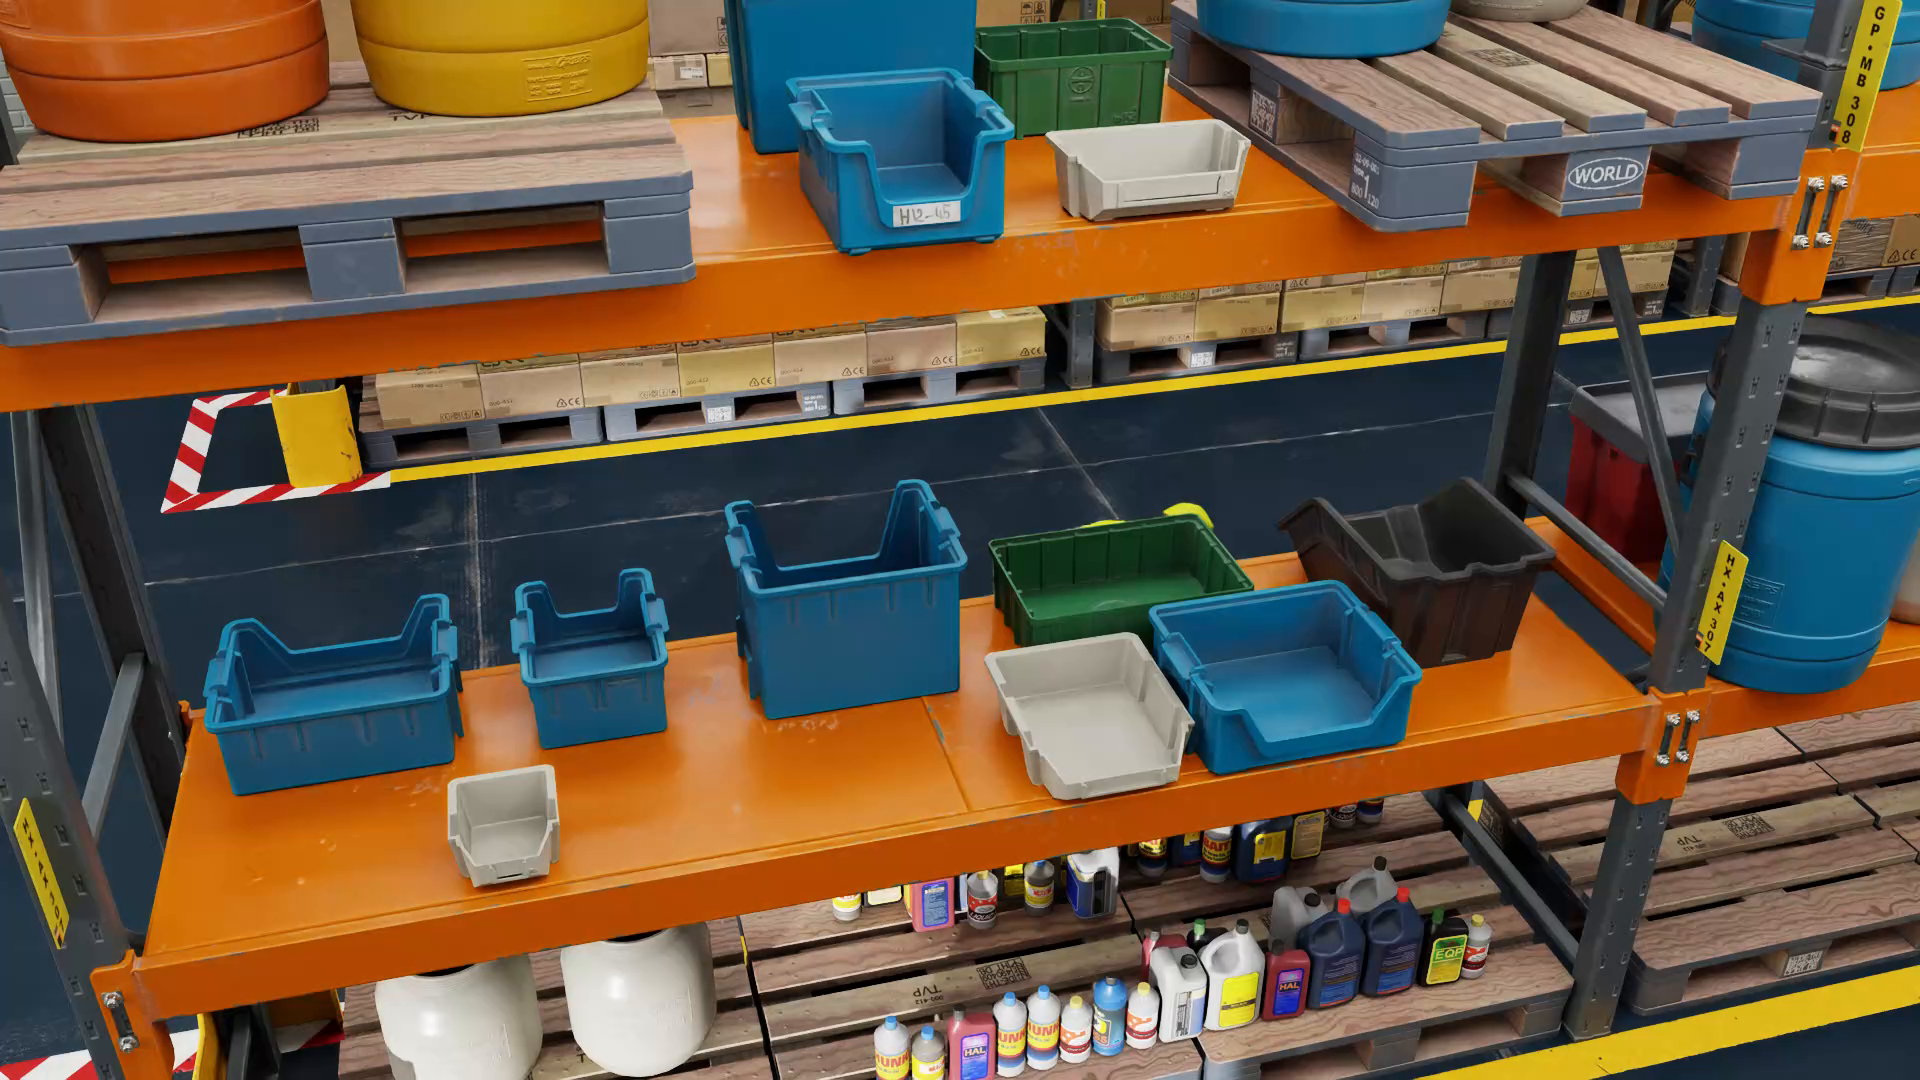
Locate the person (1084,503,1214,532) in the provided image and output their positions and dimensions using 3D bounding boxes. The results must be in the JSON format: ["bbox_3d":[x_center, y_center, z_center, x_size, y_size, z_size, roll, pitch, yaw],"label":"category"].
[{"bbox_3d":[0.545,0.313,6.434,0.896,0.902,0.561,-8,31,-13],"label":"person"}]
